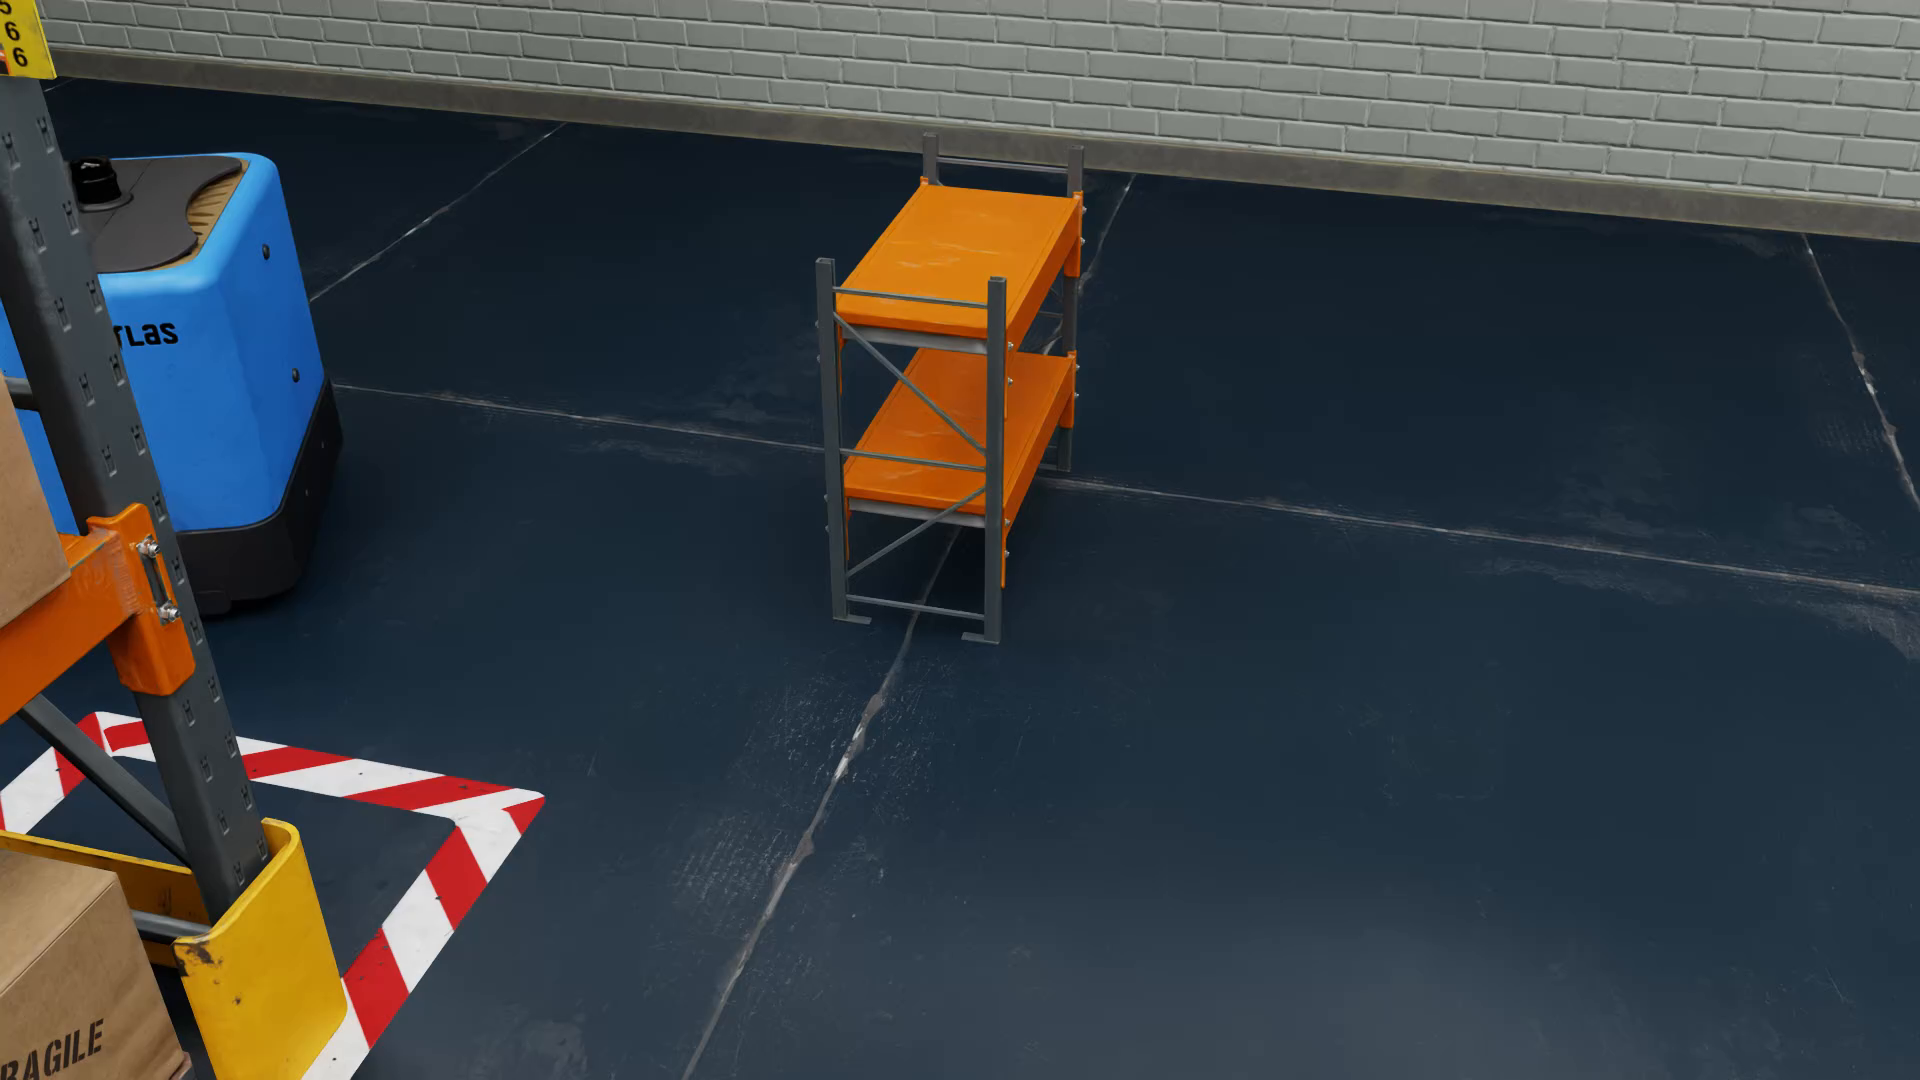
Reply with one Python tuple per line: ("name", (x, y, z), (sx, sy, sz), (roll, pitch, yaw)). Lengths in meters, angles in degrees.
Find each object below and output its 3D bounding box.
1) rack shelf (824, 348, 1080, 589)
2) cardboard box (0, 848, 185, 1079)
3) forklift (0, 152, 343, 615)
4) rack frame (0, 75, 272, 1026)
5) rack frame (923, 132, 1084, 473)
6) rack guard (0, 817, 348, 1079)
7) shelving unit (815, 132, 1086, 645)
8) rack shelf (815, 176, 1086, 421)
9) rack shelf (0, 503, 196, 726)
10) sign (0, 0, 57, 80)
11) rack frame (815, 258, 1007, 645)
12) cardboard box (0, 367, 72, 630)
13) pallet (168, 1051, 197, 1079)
("rack shelf", (0.002, -0.272, 5.085), (0.538, 0.278, 1.000), (8, 33, 12))
("cardboard box", (-1.812, 0.898, 2.962), (0.500, 0.500, 0.500), (8, 33, 12))
("forklift", (-3.523, -1.162, 4.345), (3.031, 2.935, 1.130), (-5, 33, -8))
("rack frame", (-1.912, -0.287, 2.906), (1.000, 3.000, 0.127), (8, 33, 12))
("rack frame", (0.131, -0.742, 5.369), (0.500, 1.125, 0.032), (8, 33, 12))
("rack guard", (-1.932, 0.807, 3.514), (1.175, 0.500, 0.348), (8, 33, 12))
("shelving unit", (0.002, -0.478, 4.954), (0.538, 1.125, 1.048), (8, 33, 12))
("rack shelf", (0.002, -0.725, 4.797), (0.538, 0.278, 1.000), (8, 33, 12))
("rack shelf", (-2.420, 1.054, 1.466), (1.077, 0.370, 4.000), (8, 33, 12))
("sign", (-1.381, -0.823, 2.375), (0.100, 0.325, 0.005), (8, 33, 12))
("rack frame", (-0.127, -0.214, 4.539), (0.500, 1.125, 0.032), (8, 33, 12))
("cardboard box", (-1.763, -0.060, 2.455), (0.500, 0.500, 0.500), (9, 34, 14))
("pallet", (-2.133, 1.343, 2.941), (1.003, 0.211, 1.213), (8, 33, 12))
